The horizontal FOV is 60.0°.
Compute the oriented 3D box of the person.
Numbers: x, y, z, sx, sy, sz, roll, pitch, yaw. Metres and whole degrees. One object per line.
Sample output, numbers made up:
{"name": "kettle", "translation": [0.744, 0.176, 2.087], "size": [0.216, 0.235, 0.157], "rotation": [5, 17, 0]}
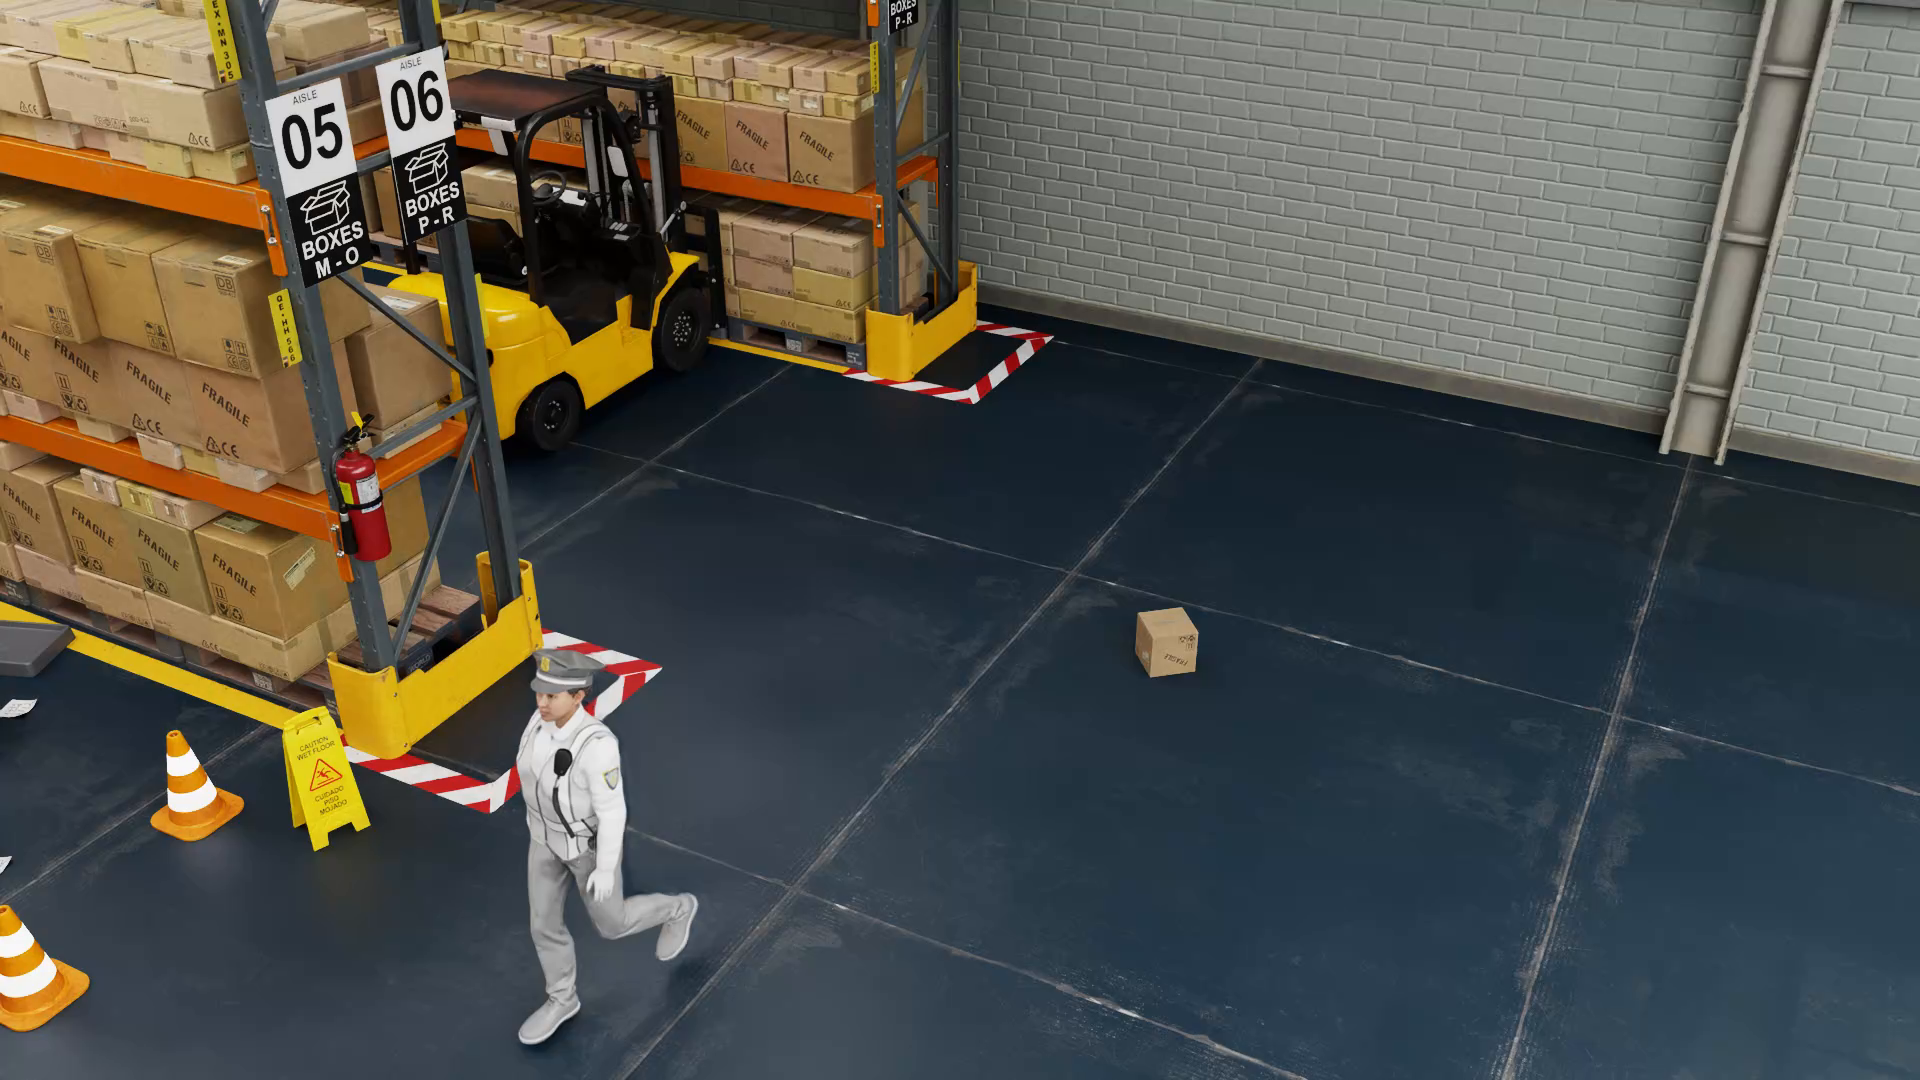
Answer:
{"name": "person", "translation": [-1.417, 1.113, 6.326], "size": [0.488, 1.659, 0.817], "rotation": [21, 36, 32]}
